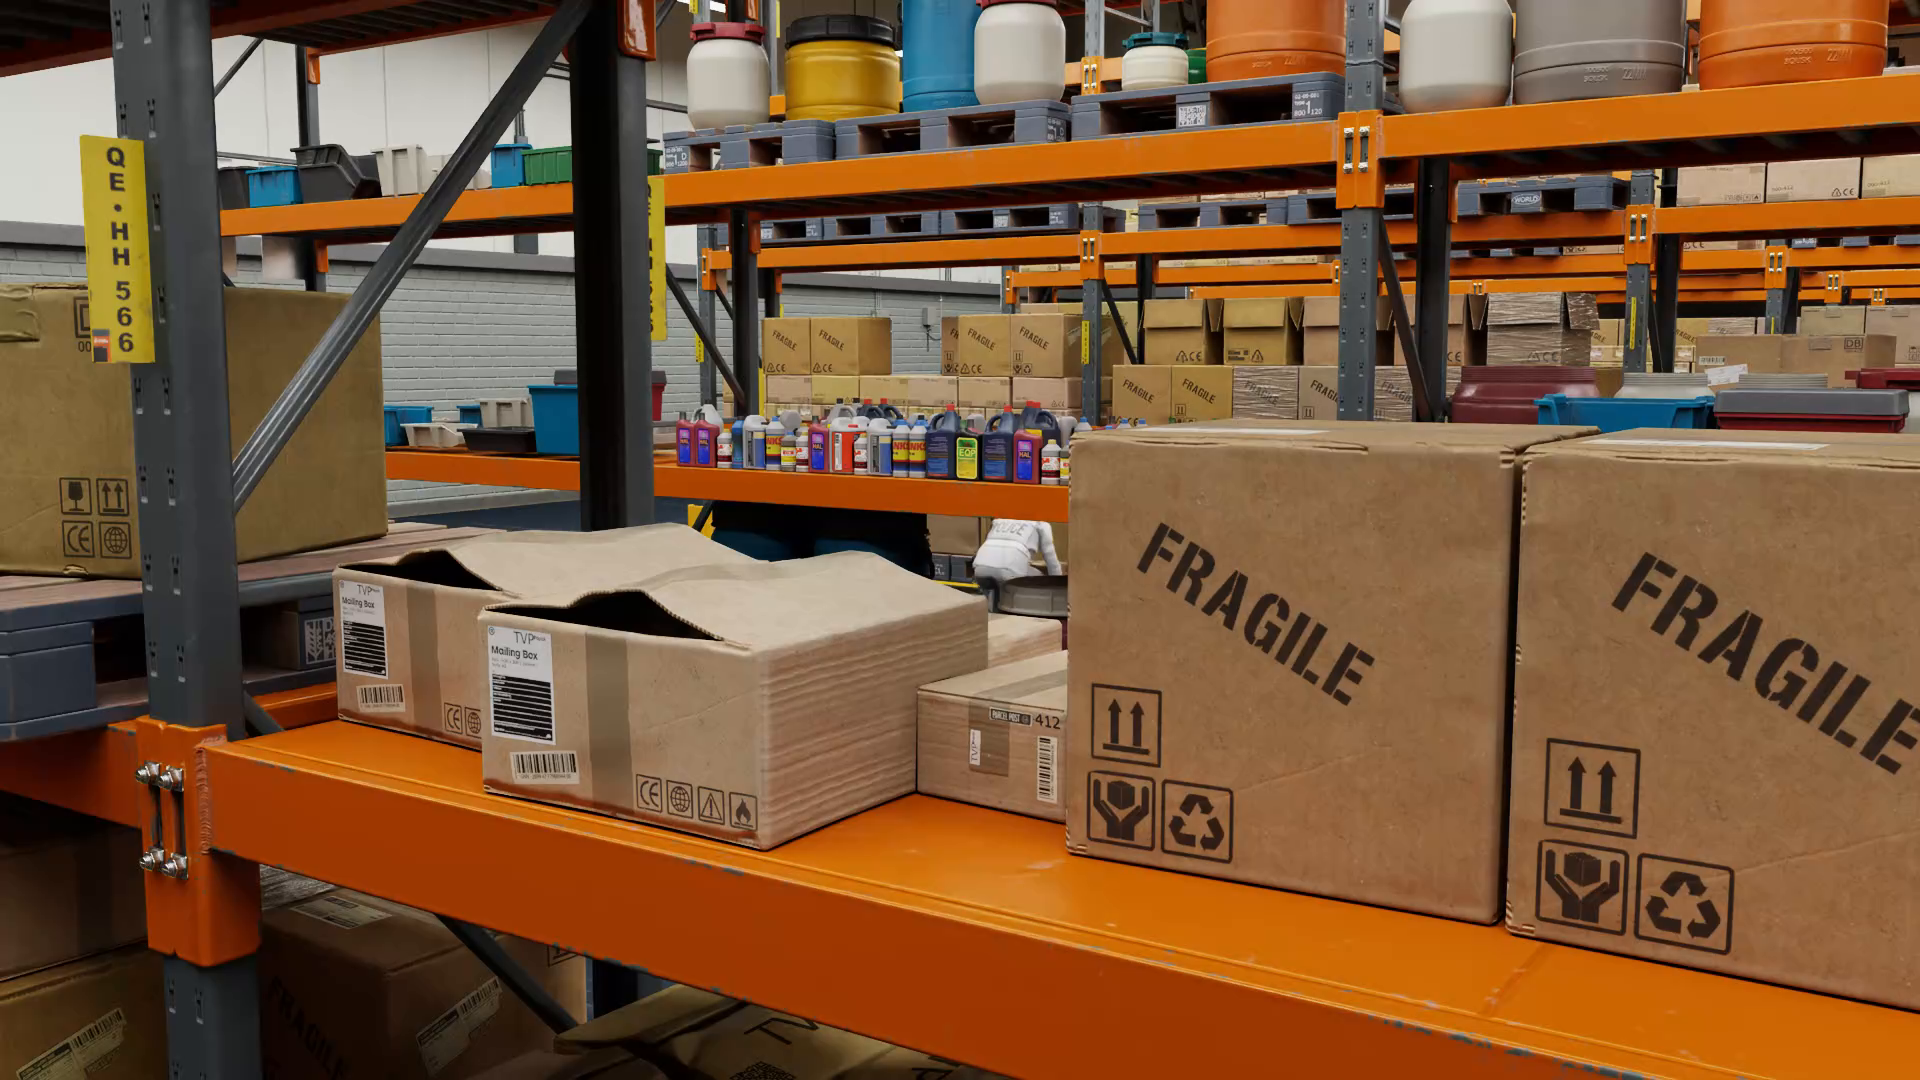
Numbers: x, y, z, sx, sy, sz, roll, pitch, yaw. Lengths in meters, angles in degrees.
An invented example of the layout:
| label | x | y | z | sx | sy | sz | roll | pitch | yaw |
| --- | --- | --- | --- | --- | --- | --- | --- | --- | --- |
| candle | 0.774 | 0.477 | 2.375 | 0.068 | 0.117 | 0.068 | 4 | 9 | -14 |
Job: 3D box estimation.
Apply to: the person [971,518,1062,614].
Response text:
| label | x | y | z | sx | sy | sz | roll | pitch | yaw |
| --- | --- | --- | --- | --- | --- | --- | --- | --- | --- |
| person | 0.396 | 0.161 | 11.188 | 0.463 | 0.982 | 0.848 | 4 | 8 | 32 |
